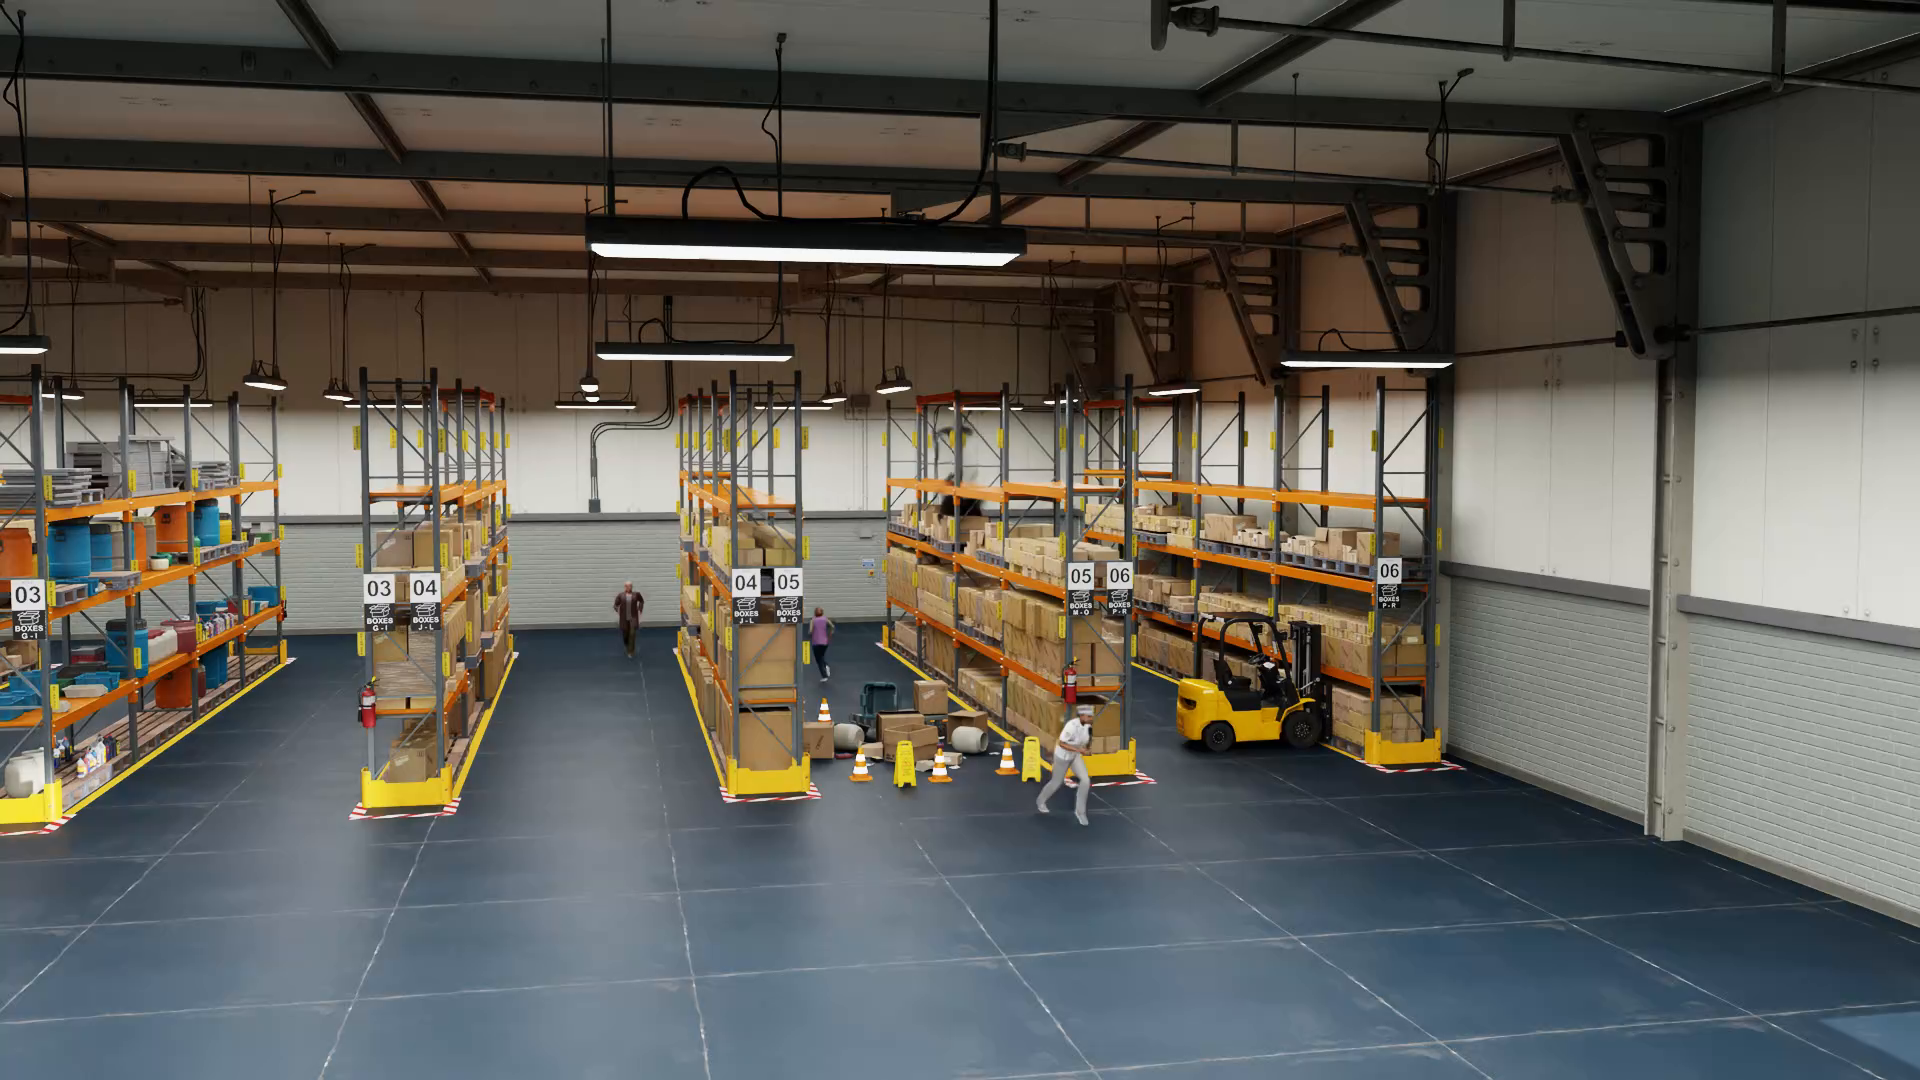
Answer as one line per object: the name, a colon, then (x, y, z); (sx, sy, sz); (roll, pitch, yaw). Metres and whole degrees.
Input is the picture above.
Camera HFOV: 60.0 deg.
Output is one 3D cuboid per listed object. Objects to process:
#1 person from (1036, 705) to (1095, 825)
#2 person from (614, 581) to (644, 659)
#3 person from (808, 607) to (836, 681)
person: (1.401, 2.936, 21.973); (0.974, 1.623, 0.618); (3, 5, 44)
person: (-7.675, 1.830, 38.582); (0.695, 1.772, 0.972); (-1, 3, -9)
person: (-2.919, 2.162, 34.675); (0.540, 1.556, 0.546); (-2, 4, -27)
